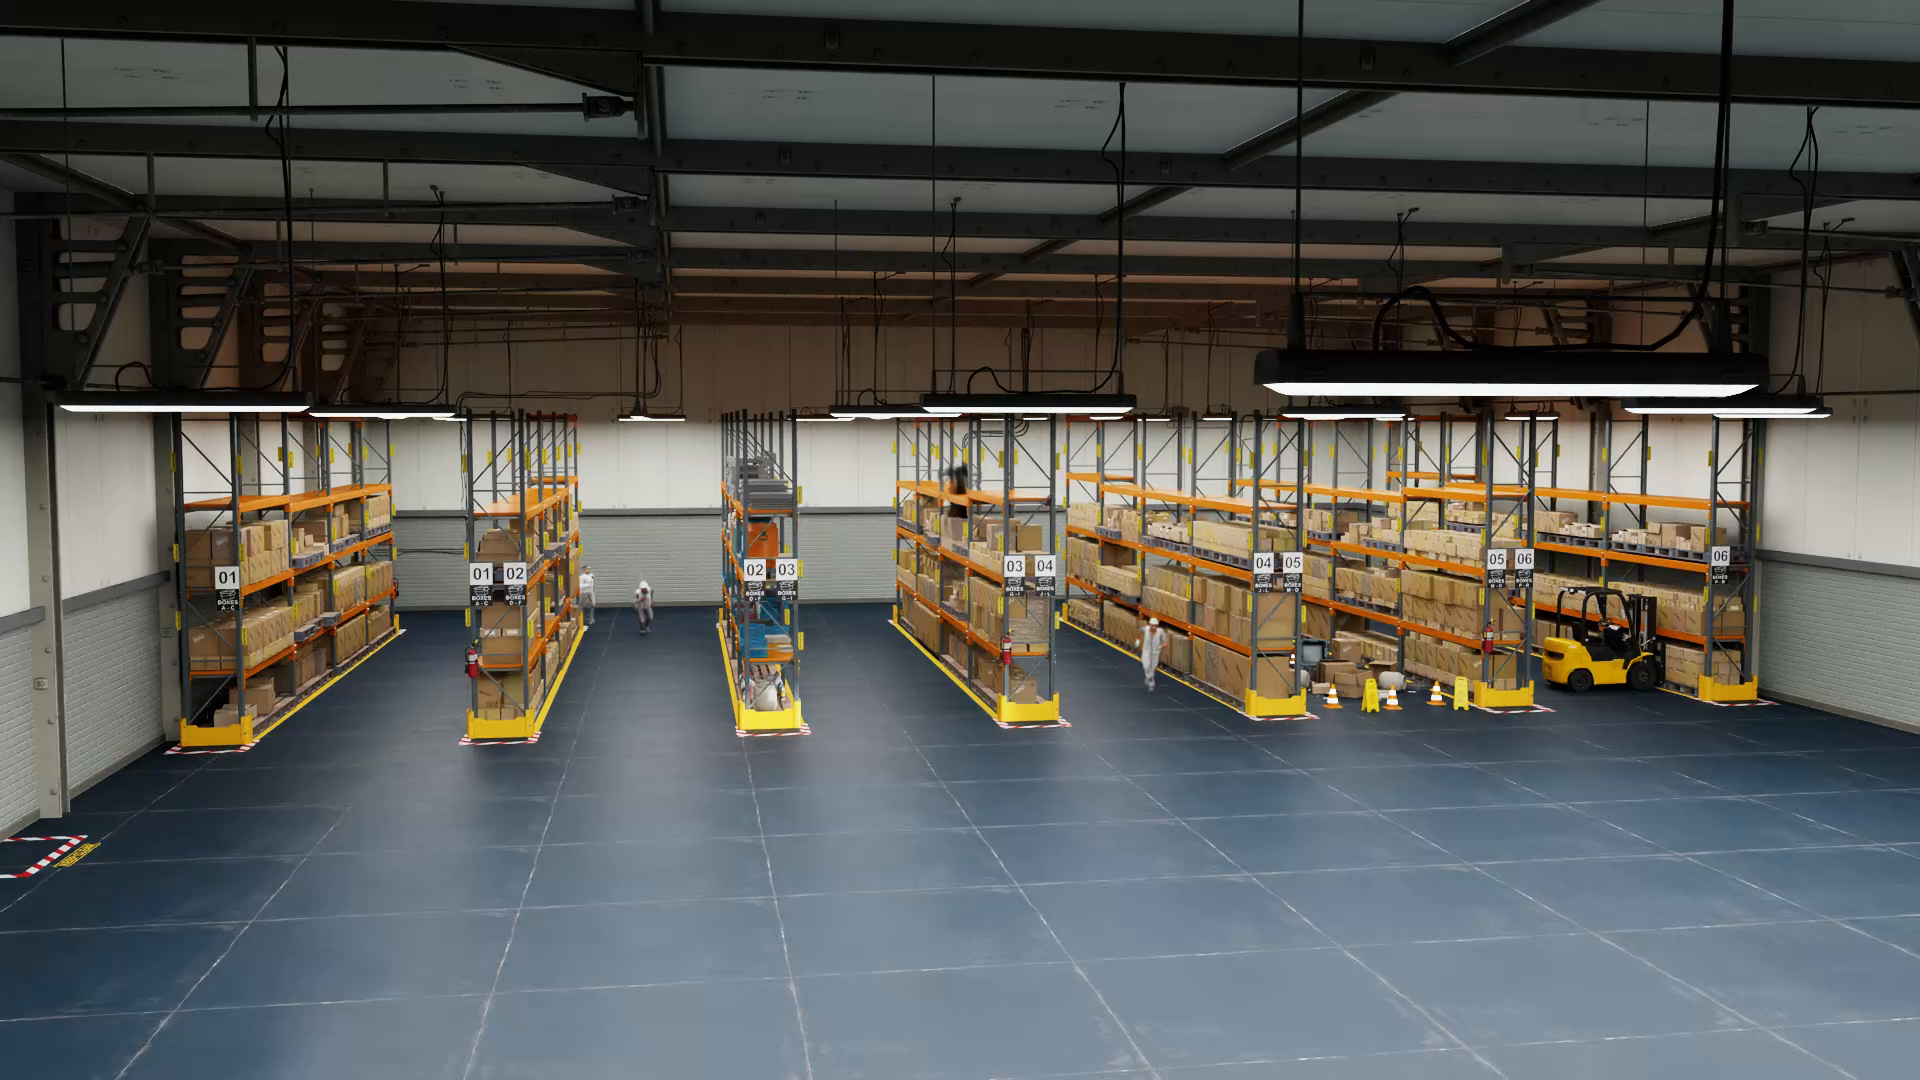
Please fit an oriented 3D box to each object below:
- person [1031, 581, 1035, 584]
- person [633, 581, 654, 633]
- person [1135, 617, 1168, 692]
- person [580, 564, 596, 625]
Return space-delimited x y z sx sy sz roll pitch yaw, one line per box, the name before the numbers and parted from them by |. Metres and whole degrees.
person | 2.094 1.442 48.720 0.685 1.771 0.744 0 4 2
person | -8.570 1.822 45.102 0.661 1.493 0.987 -2 4 -26
person | 4.102 2.413 35.618 0.682 1.595 1.119 0 4 4
person | -10.688 1.559 47.661 0.573 1.740 0.831 -3 5 -38
